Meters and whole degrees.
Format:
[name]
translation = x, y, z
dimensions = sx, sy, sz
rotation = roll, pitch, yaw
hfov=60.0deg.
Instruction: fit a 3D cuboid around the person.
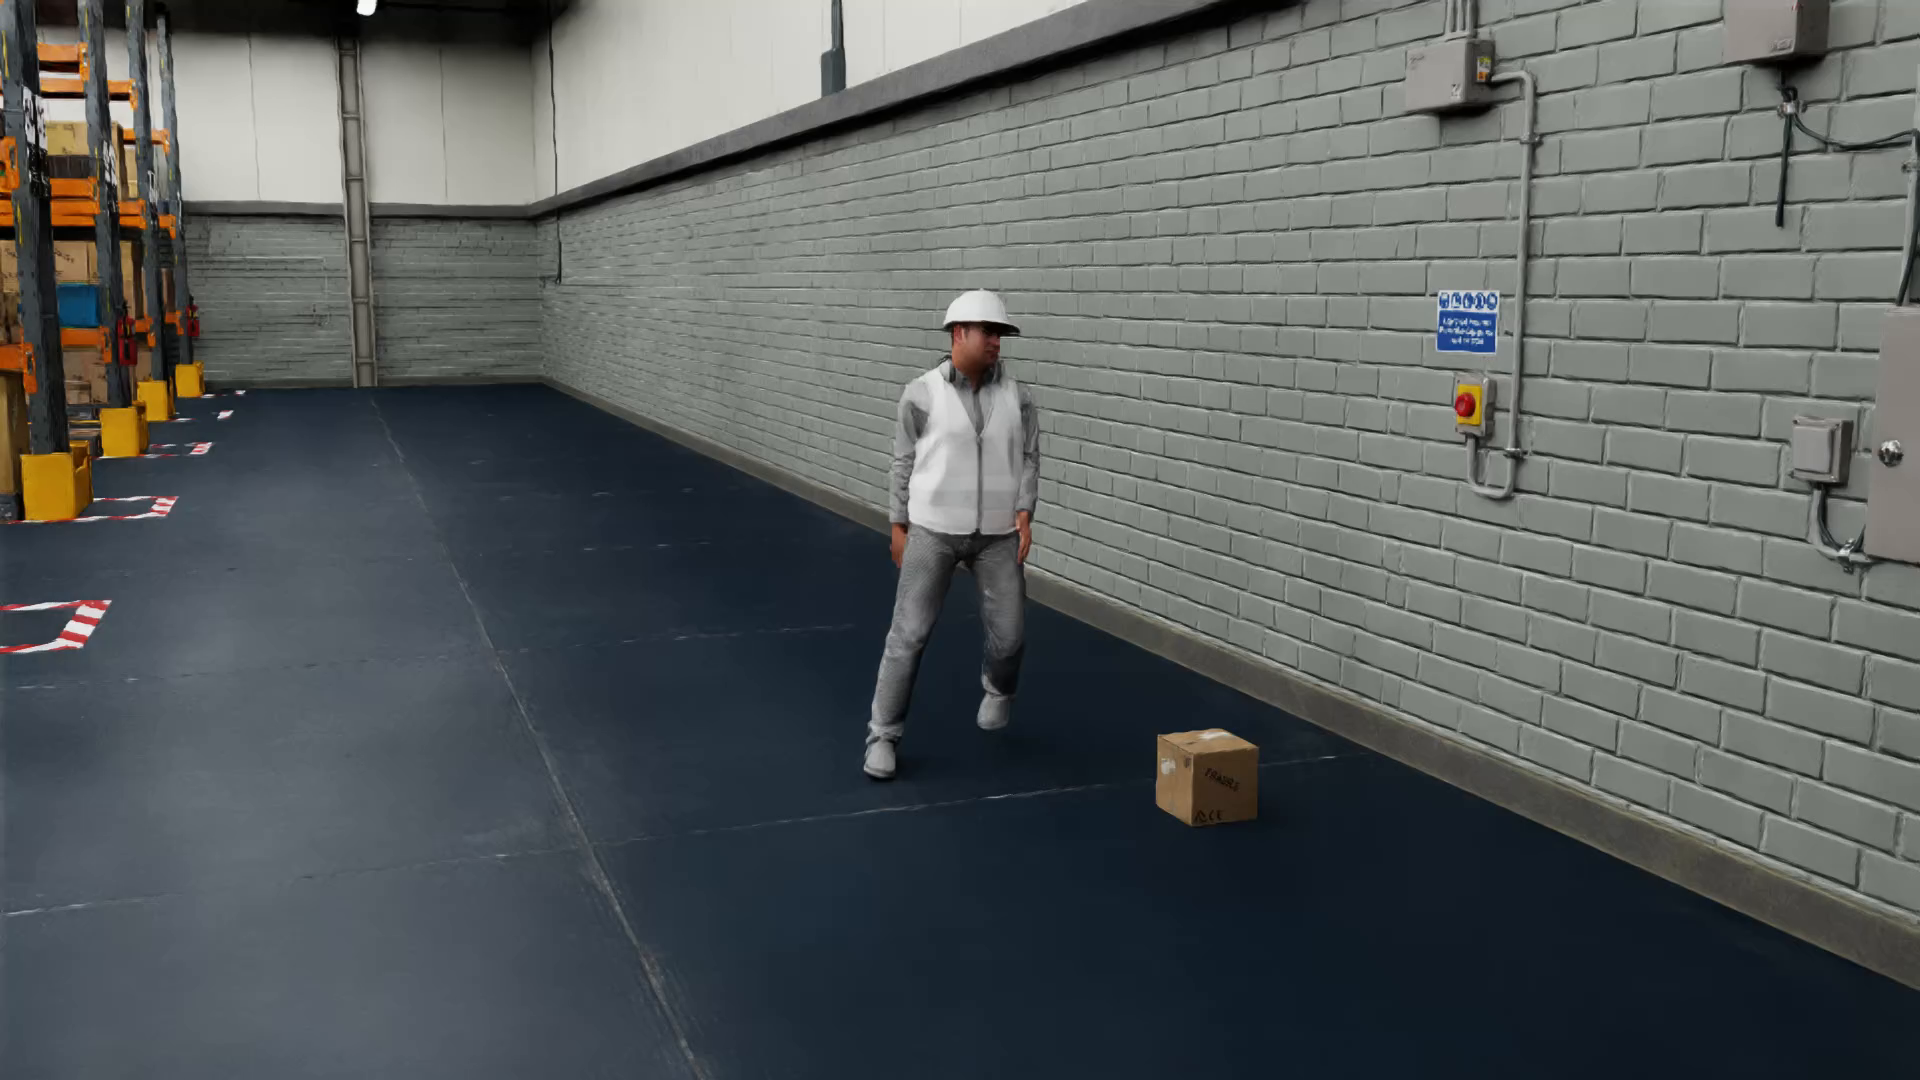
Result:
[person]
translation = -0.051, -0.039, 6.122
dimensions = 0.714, 1.749, 0.582
rotation = -3, 9, -17
